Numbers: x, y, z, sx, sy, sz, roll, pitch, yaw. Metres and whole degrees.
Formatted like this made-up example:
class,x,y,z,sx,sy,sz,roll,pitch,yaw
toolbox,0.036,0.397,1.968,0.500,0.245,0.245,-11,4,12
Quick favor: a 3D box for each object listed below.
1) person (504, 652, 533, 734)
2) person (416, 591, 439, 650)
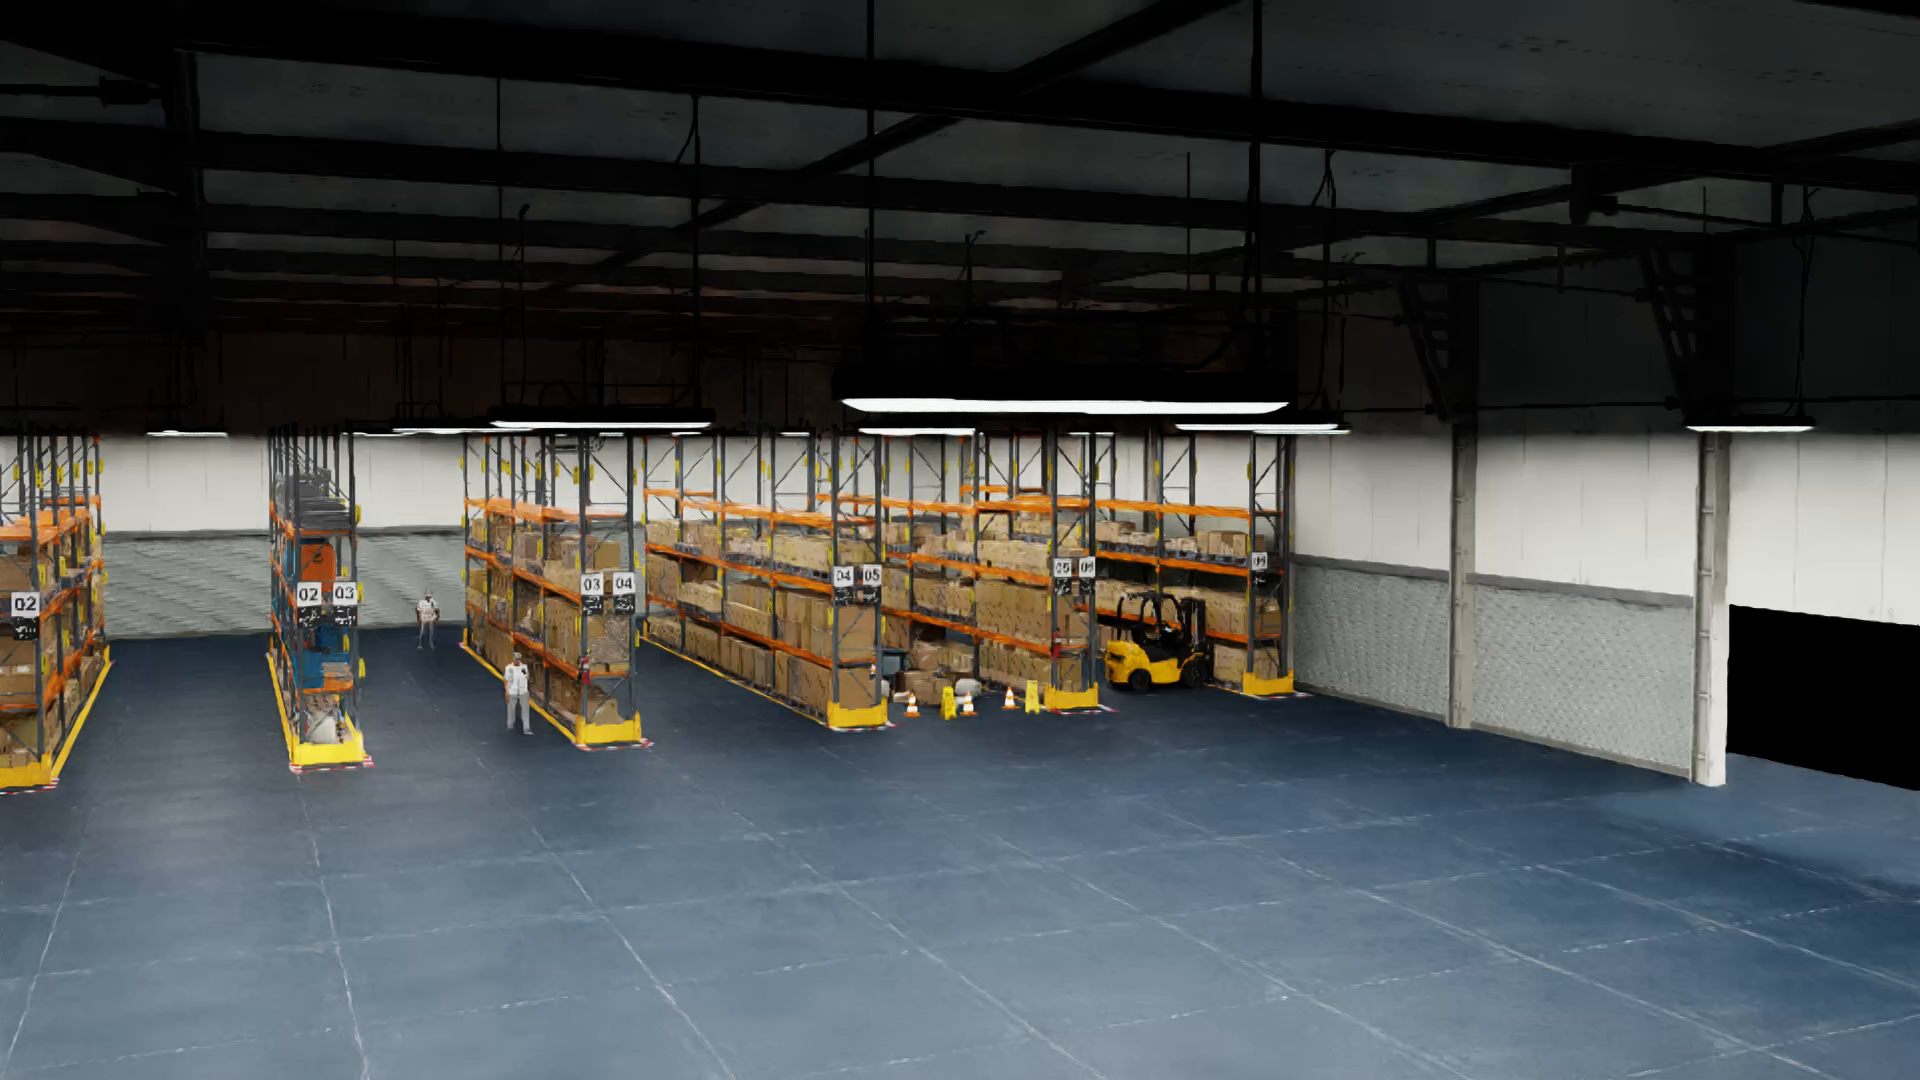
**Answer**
class,x,y,z,sx,sy,sz,roll,pitch,yaw
person,-8.592,2.946,32.269,0.497,1.583,1.090,-1,4,-21
person,-14.415,2.166,45.038,0.592,1.629,0.532,-2,4,-26
